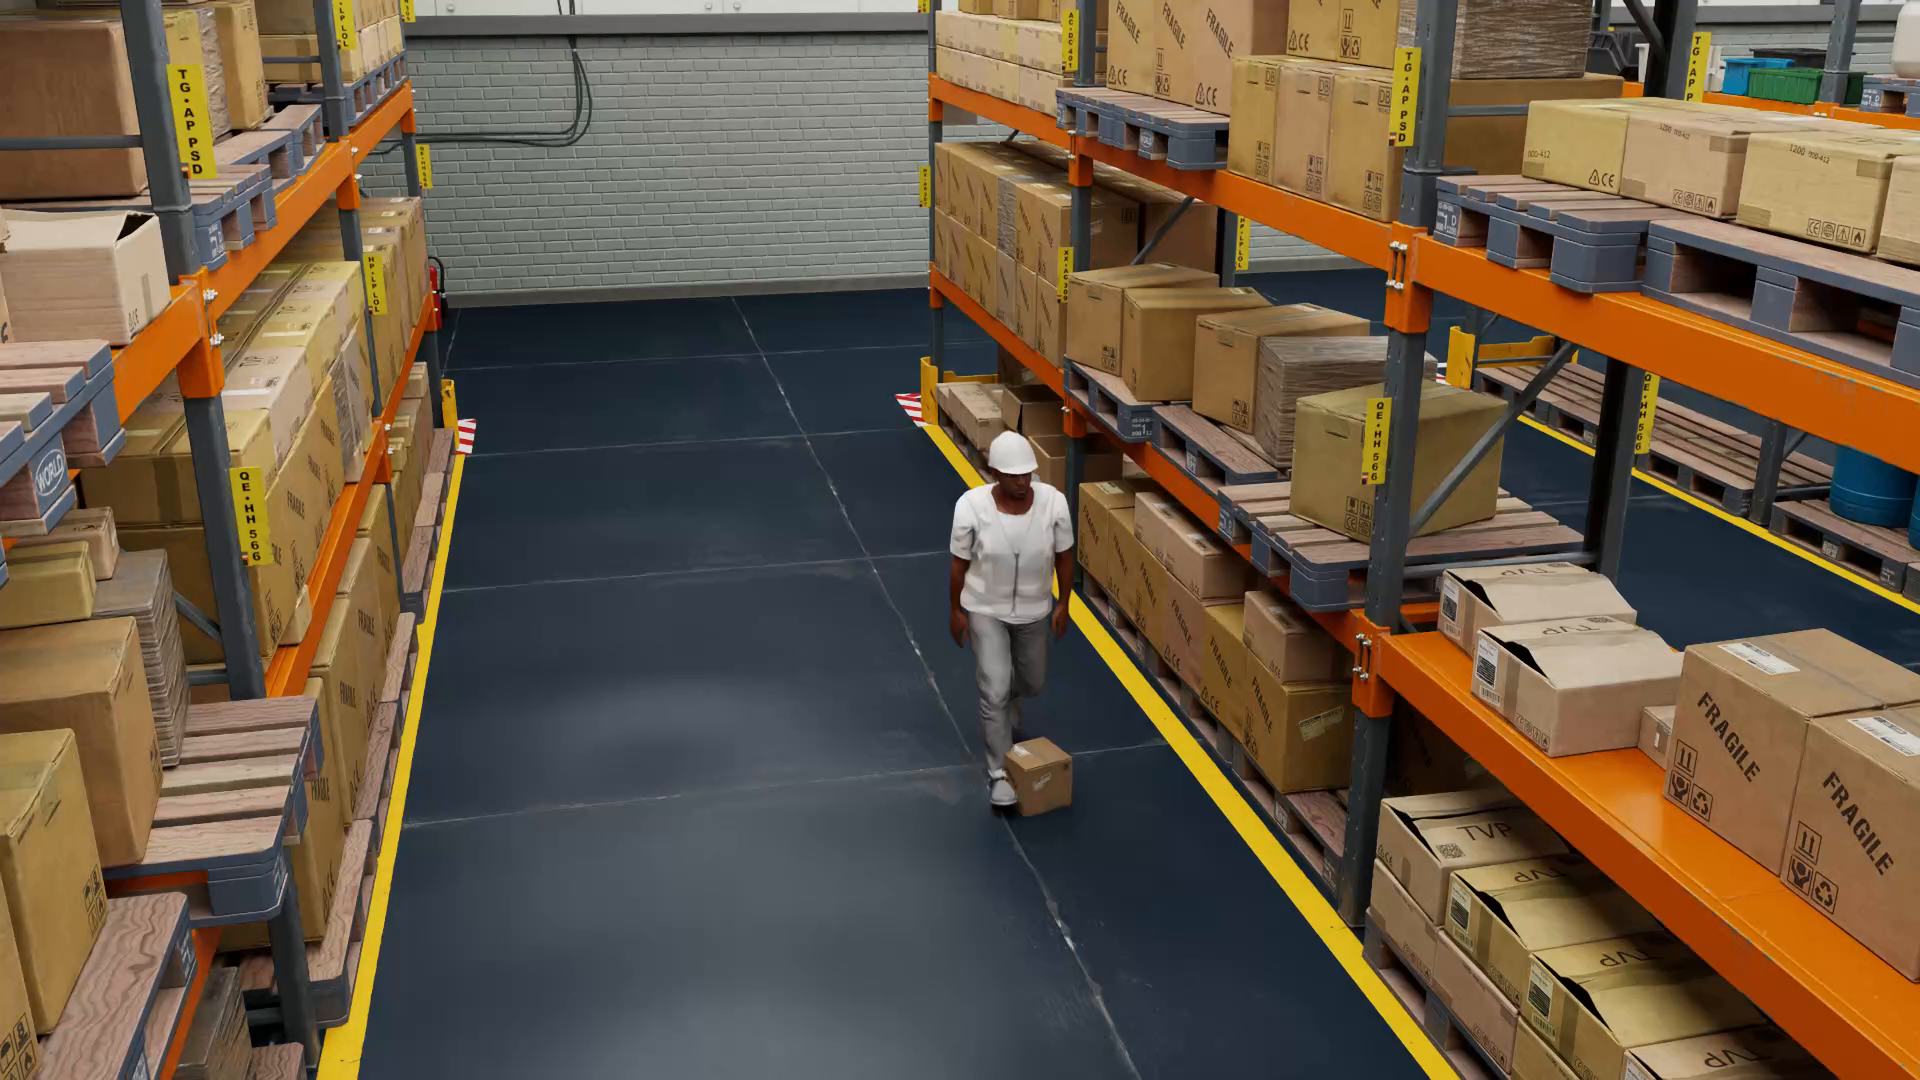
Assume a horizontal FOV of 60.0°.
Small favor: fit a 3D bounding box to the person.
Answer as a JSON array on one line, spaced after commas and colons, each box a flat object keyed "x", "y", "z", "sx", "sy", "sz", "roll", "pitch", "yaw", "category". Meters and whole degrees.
[{"x": 0.230, "y": 0.292, "z": 7.734, "sx": 0.574, "sy": 1.734, "sz": 0.948, "roll": -4, "pitch": 20, "yaw": -11, "category": "person"}]
